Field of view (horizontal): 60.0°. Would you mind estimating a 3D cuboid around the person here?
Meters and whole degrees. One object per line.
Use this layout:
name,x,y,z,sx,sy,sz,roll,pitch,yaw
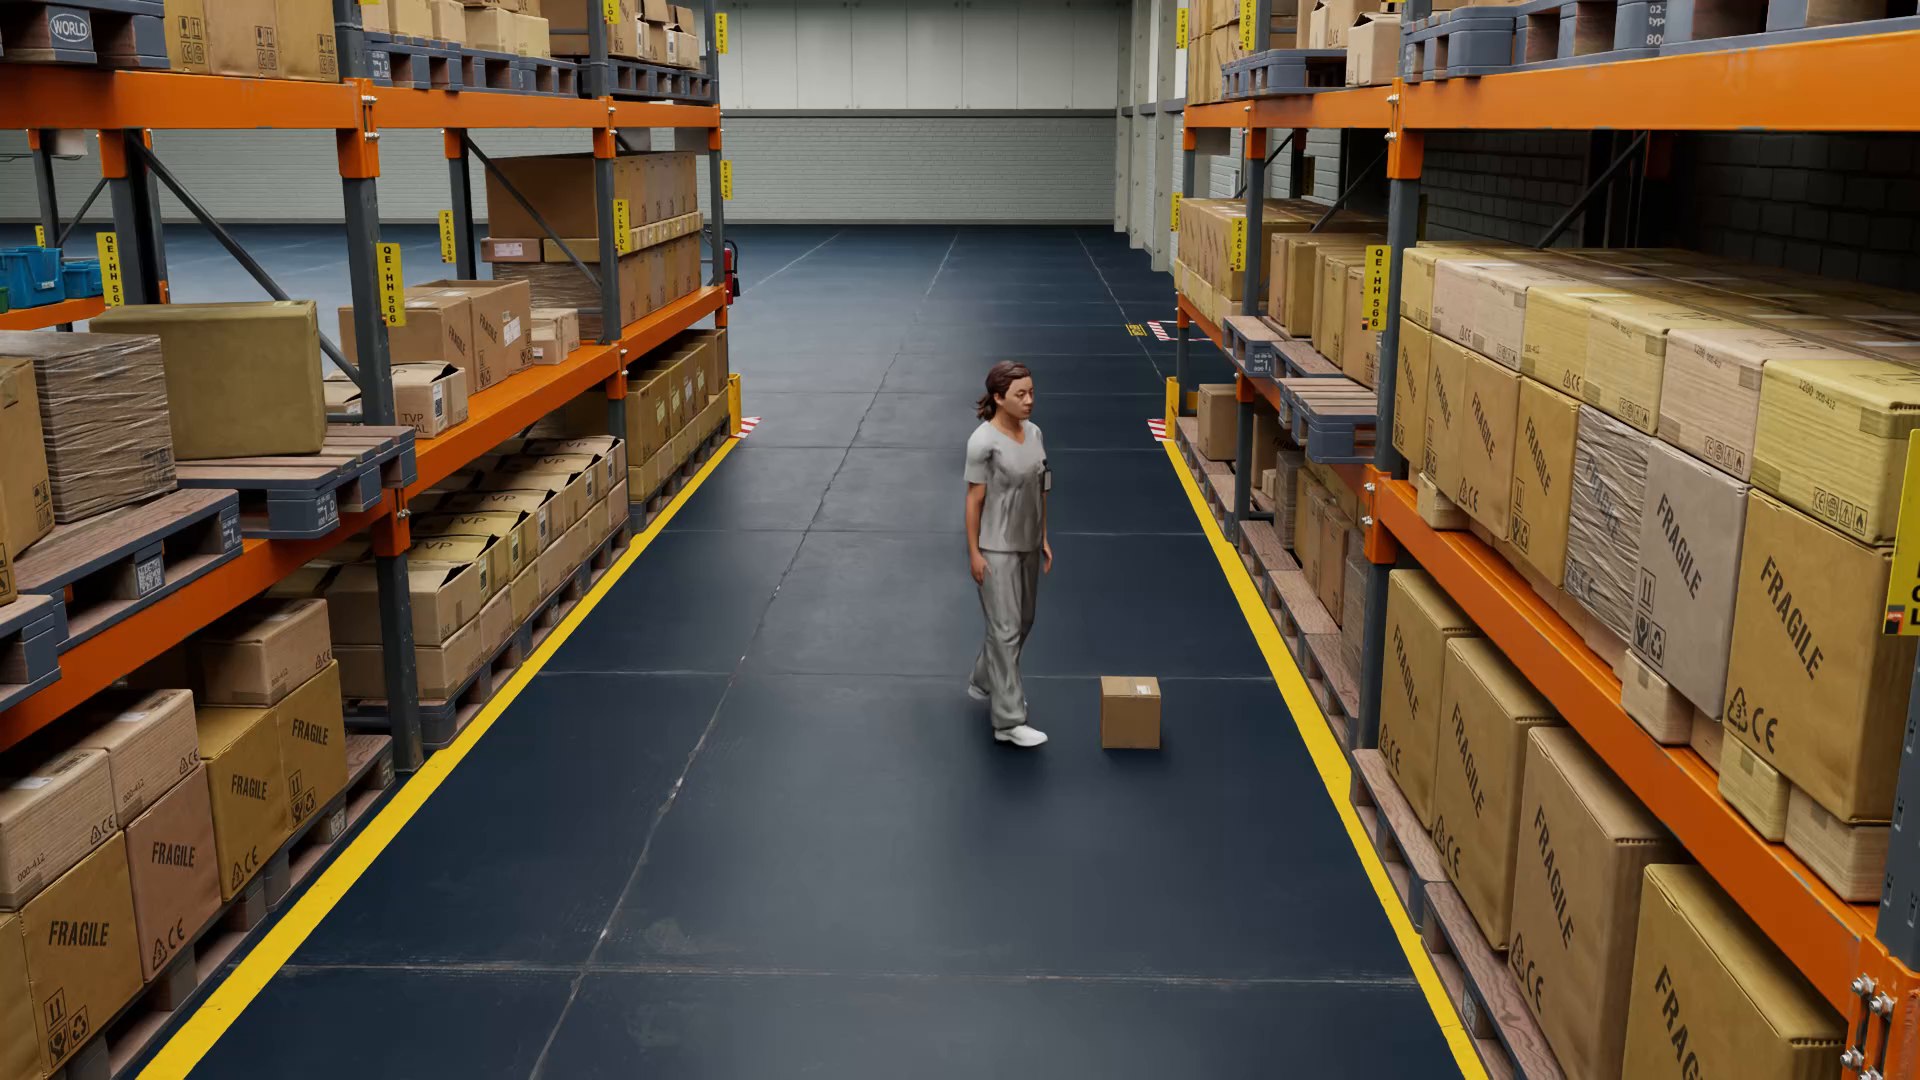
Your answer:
person,0.210,0.038,7.329,0.680,1.667,0.449,13,19,42
